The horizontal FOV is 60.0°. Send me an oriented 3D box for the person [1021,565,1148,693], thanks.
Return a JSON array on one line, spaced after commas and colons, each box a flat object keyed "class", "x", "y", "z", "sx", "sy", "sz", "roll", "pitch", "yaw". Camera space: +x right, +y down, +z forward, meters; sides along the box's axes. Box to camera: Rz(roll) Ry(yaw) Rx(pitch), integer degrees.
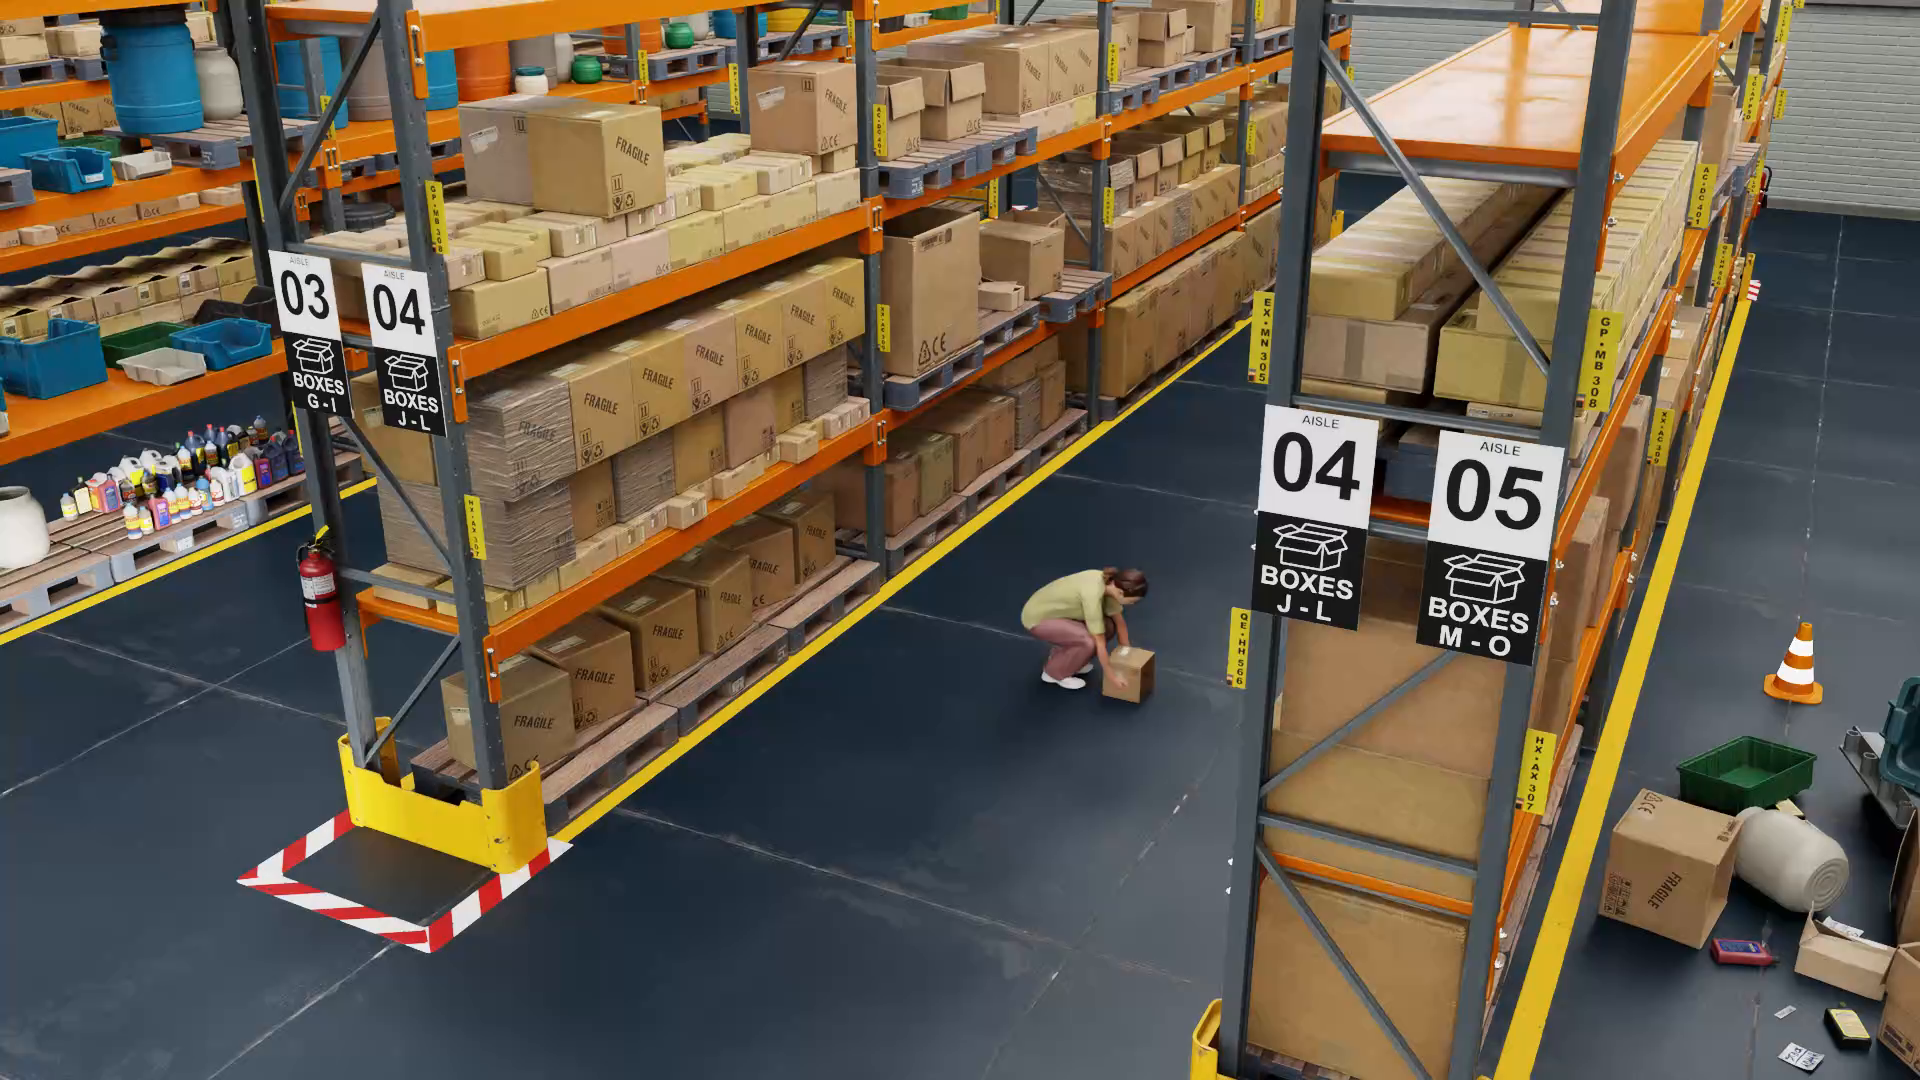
[{"class": "person", "x": 0.790, "y": 0.524, "z": 10.597, "sx": 0.803, "sy": 0.820, "sz": 0.471, "roll": 11, "pitch": 25, "yaw": 25}]
